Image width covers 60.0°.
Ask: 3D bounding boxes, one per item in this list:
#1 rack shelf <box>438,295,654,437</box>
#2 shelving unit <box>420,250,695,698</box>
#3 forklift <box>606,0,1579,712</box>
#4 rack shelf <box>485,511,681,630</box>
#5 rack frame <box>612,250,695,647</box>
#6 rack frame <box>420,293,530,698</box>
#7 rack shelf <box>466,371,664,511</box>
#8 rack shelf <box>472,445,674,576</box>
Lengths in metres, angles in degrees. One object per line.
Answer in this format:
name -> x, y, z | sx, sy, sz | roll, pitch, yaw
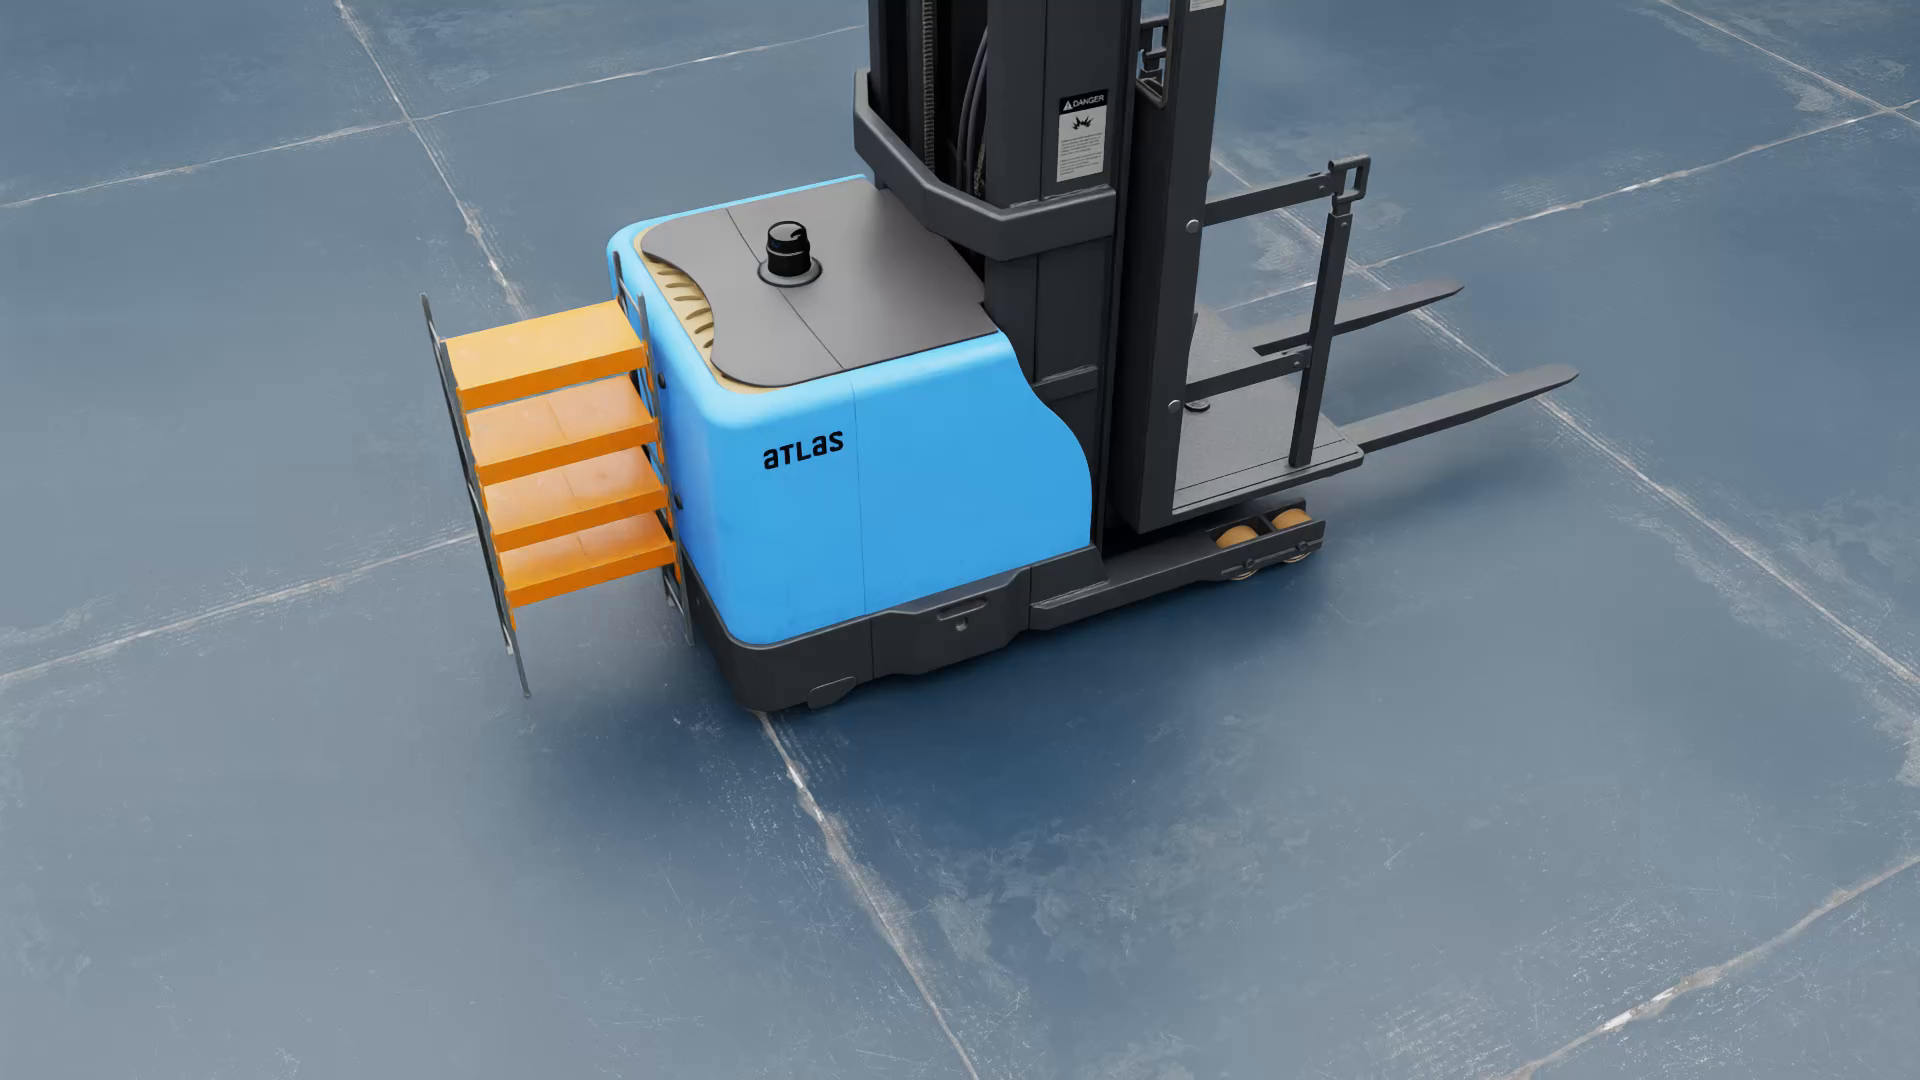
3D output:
rack shelf -> -1.058, -0.449, 4.243 | 0.480, 0.148, 0.258 | -17, 43, -19
shelving unit -> -1.058, -0.149, 4.497 | 0.503, 1.200, 0.258 | -17, 43, -19
forklift -> 0.564, -1.289, 4.504 | 3.031, 2.935, 1.130 | -17, 43, -19
rack shelf -> -1.058, 0.054, 4.669 | 0.480, 0.148, 0.258 | -17, 43, -19
rack frame -> -0.837, -0.216, 4.576 | 0.015, 1.200, 0.240 | -17, 43, -19
rack frame -> -1.279, -0.082, 4.418 | 0.015, 1.200, 0.240 | -17, 43, -19
rack shelf -> -1.058, -0.268, 4.396 | 0.480, 0.148, 0.258 | -17, 43, -19
rack shelf -> -1.058, -0.098, 4.541 | 0.480, 0.148, 0.258 | -17, 43, -19
